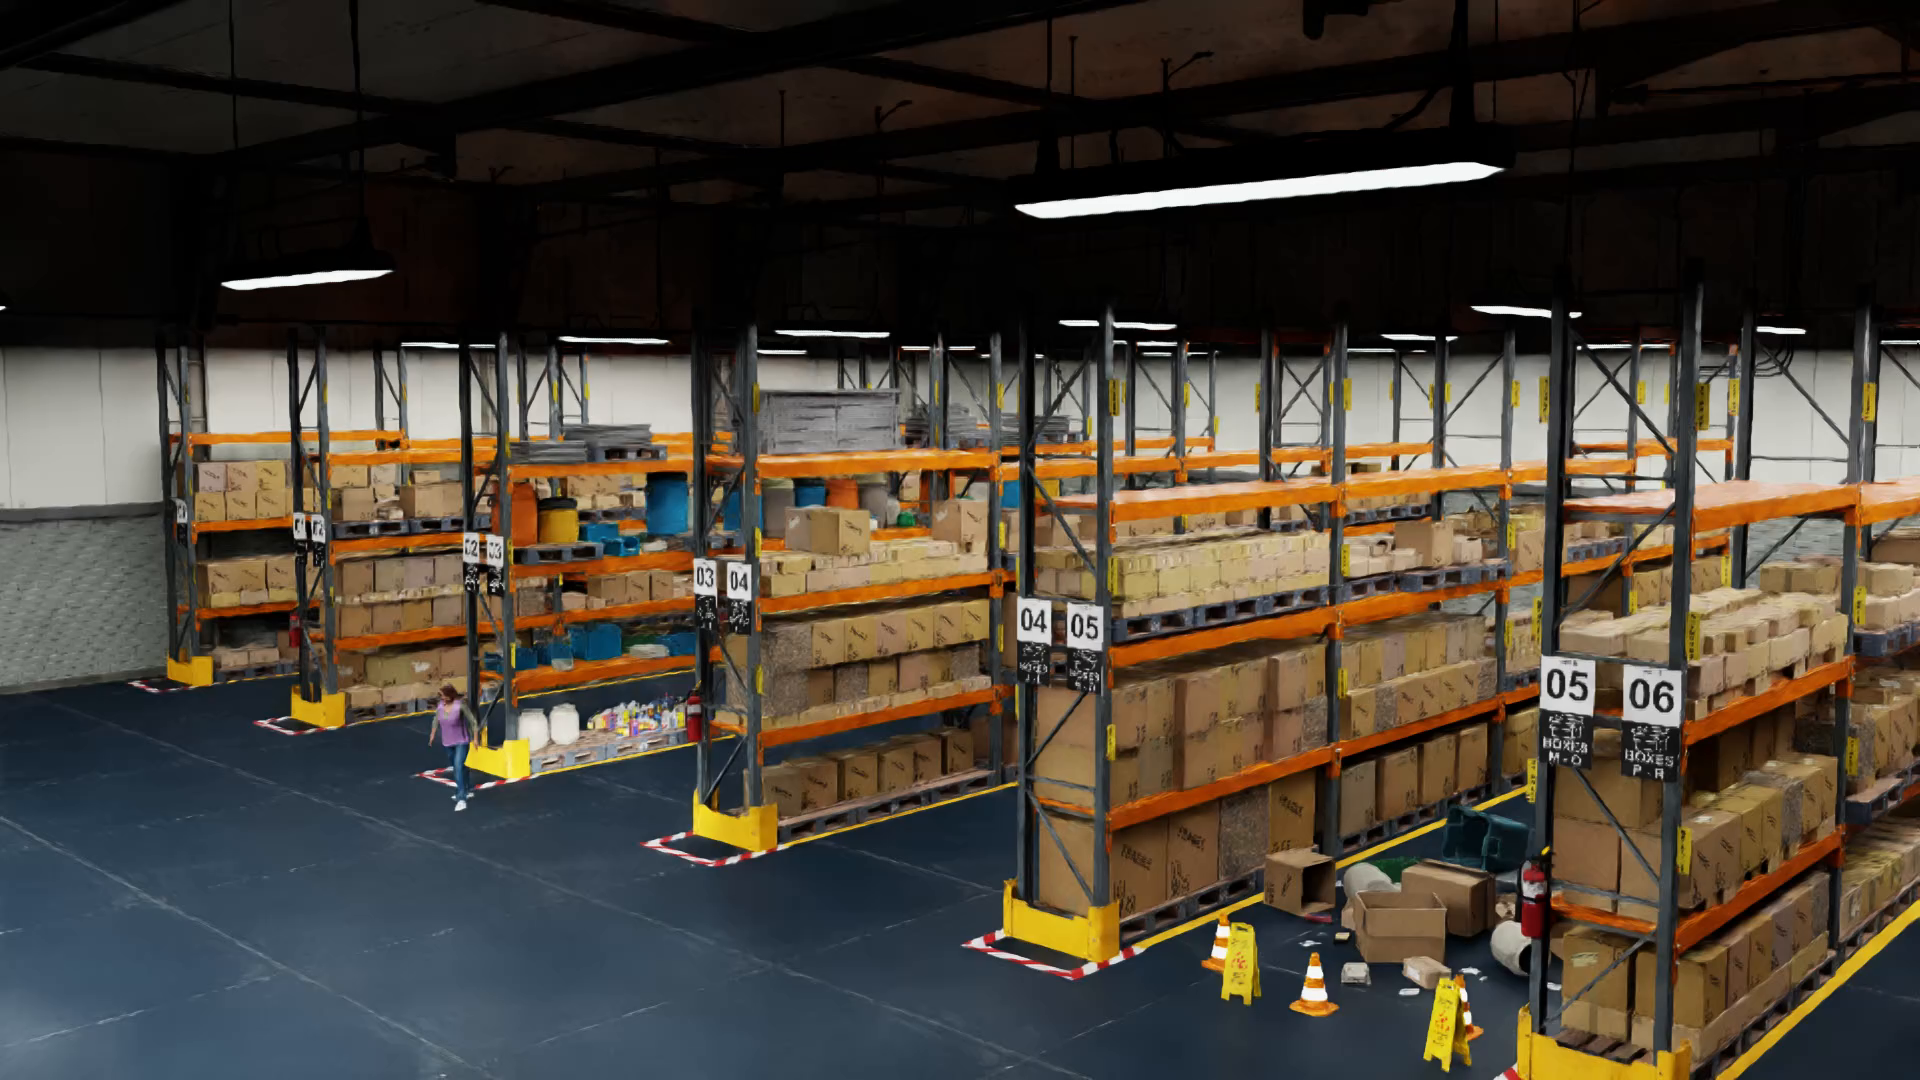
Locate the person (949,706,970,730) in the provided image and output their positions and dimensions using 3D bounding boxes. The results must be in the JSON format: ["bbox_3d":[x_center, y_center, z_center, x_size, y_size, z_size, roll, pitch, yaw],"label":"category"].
[{"bbox_3d":[-0.137,2.146,23.631,1.088,1.574,0.447,-5,8,-44],"label":"person"}]

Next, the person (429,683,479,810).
[{"bbox_3d":[-6.141,2.484,20.350,0.573,1.532,0.763,2,6,24],"label":"person"}]
